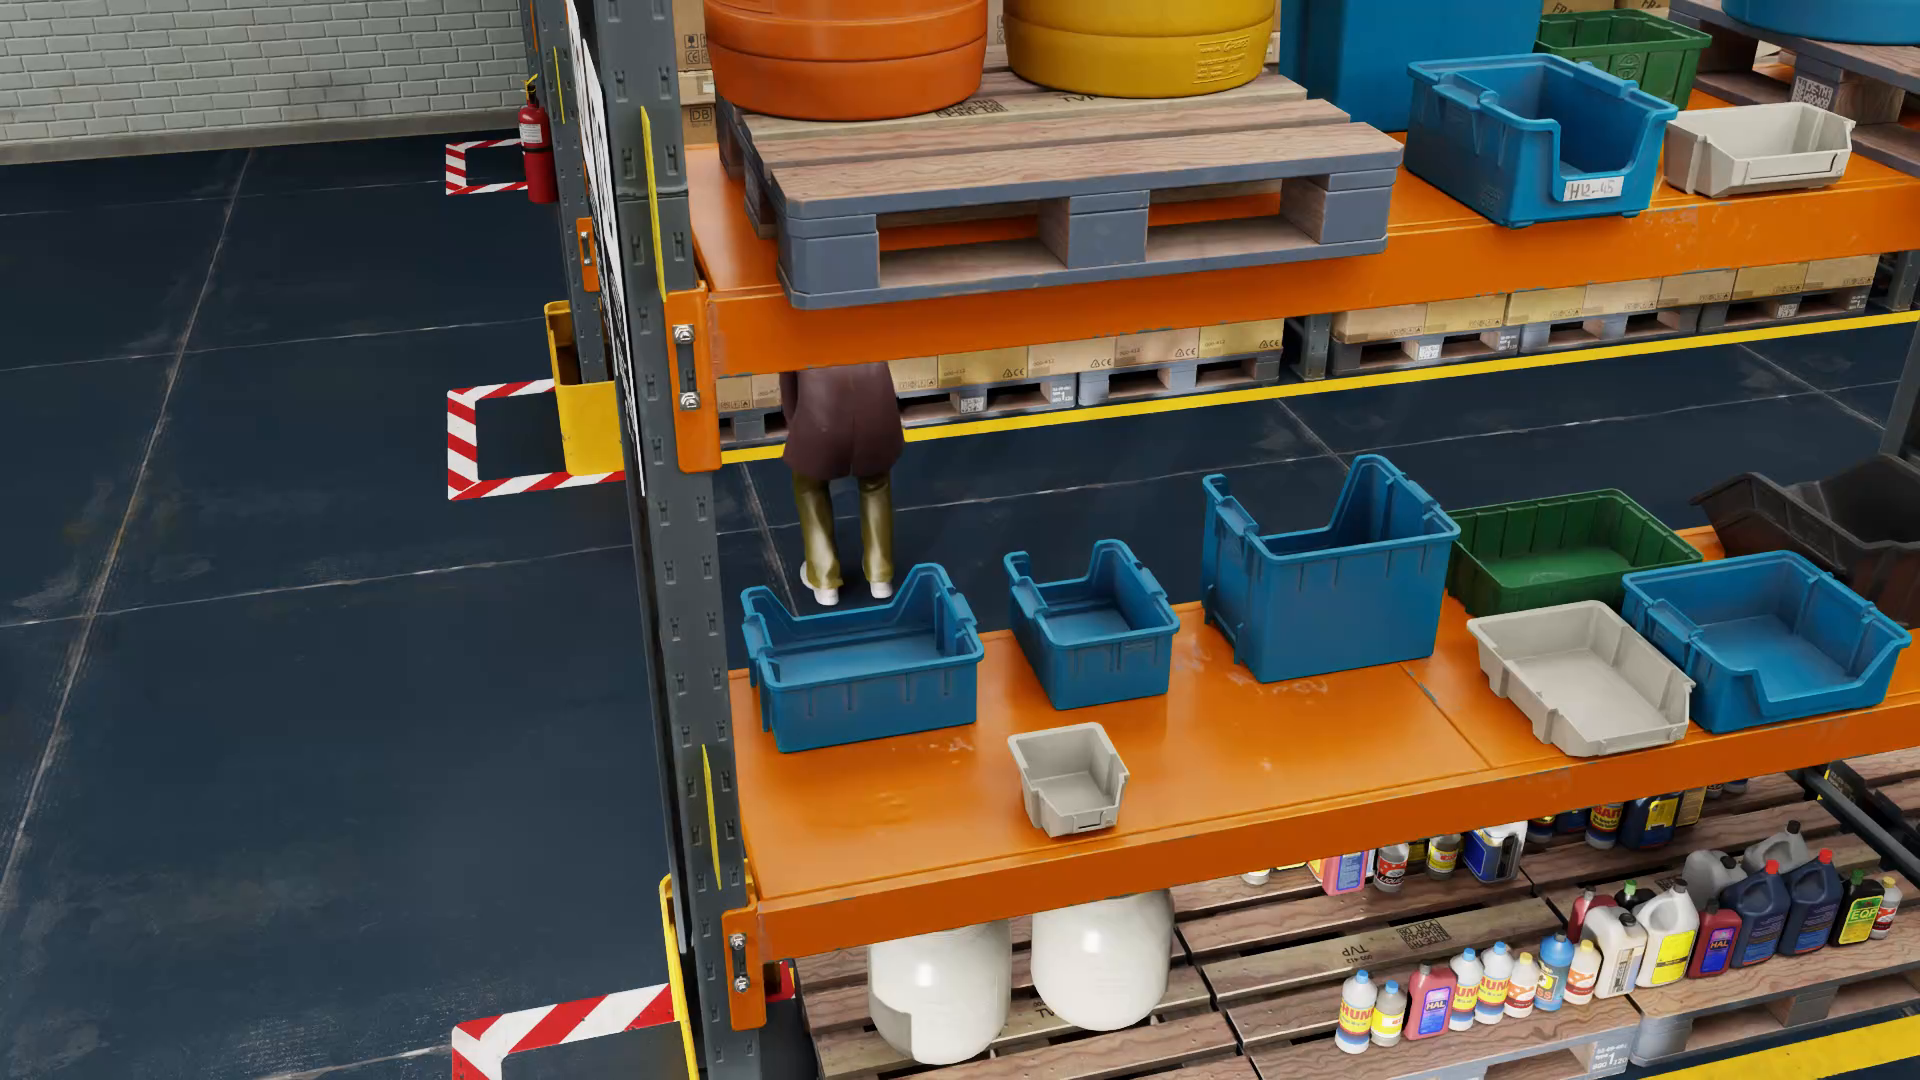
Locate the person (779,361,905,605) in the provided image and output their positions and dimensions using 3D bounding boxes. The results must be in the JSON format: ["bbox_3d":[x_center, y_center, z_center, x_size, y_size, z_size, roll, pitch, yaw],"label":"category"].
[{"bbox_3d":[-0.540,-0.550,7.284,0.550,1.601,0.716,-8,31,-14],"label":"person"}]
